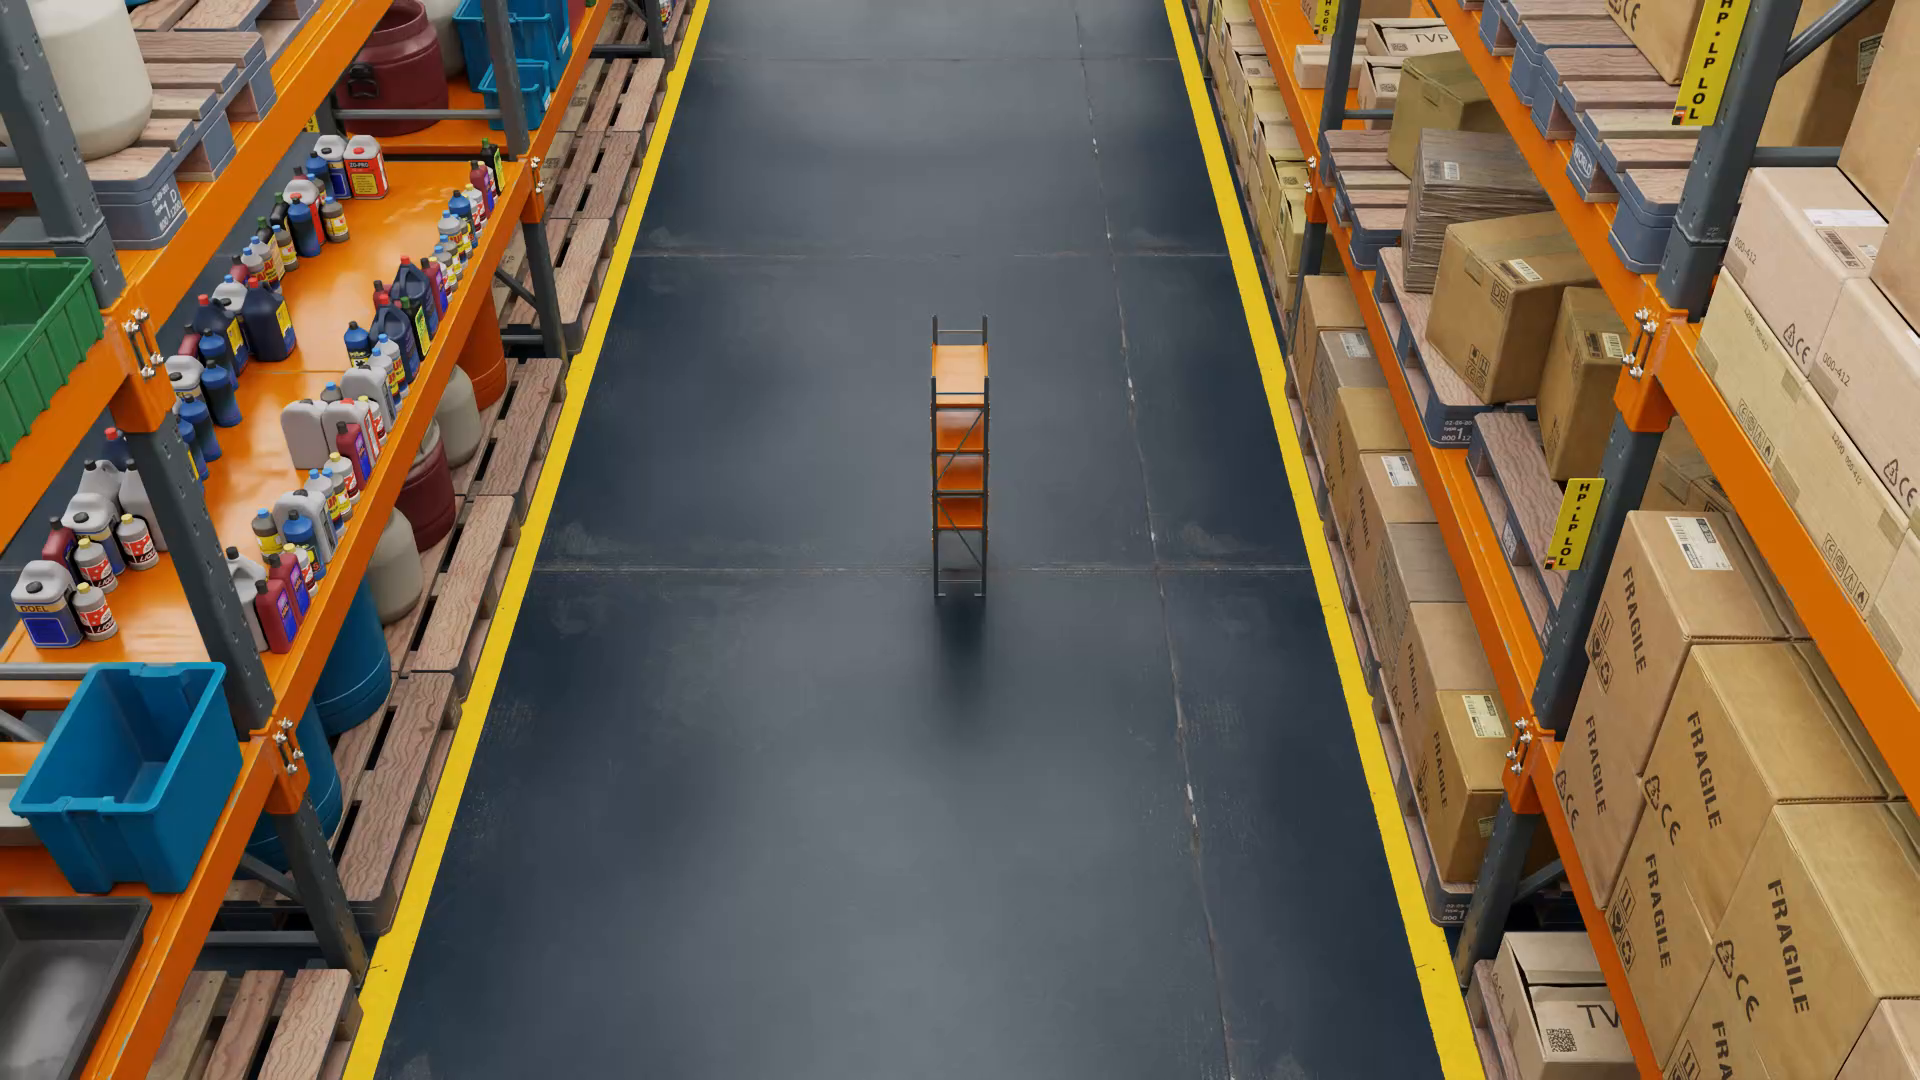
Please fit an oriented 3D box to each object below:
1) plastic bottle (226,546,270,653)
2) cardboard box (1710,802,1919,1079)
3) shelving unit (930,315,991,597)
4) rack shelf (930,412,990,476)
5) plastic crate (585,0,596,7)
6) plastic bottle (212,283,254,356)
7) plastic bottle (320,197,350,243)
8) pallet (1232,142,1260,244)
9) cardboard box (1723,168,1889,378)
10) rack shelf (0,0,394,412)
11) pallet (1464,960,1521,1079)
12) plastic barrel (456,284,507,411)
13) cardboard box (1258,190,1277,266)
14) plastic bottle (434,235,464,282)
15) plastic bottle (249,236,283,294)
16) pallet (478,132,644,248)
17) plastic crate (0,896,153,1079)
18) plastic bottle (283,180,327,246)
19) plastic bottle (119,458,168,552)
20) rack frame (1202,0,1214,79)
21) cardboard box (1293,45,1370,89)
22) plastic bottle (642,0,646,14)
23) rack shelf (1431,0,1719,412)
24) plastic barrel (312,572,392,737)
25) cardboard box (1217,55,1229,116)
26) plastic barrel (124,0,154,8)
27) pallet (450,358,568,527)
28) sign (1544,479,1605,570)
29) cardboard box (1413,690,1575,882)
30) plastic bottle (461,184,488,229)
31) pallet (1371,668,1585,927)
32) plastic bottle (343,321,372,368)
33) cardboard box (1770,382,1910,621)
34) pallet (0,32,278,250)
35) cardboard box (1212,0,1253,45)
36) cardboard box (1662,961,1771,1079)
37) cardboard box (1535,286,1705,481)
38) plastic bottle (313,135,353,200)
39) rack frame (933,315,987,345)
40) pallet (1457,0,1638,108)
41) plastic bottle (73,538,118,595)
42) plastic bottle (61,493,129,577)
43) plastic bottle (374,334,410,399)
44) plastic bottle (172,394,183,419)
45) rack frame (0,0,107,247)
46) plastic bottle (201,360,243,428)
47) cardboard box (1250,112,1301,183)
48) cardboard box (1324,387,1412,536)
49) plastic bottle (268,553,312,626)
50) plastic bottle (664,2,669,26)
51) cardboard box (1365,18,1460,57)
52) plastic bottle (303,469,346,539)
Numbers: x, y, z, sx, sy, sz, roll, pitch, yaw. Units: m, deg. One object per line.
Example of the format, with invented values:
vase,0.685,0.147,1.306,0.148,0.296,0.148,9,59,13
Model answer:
plastic bottle,-2.331,0.182,5.409,0.144,0.351,0.185,0,39,0
cardboard box,2.019,0.917,3.573,0.500,0.500,0.500,-1,39,-1
shelving unit,0.000,-0.365,7.491,0.258,1.200,0.503,0,39,0
rack shelf,0.000,-0.487,7.393,0.258,0.148,0.480,0,39,0
plastic crate,-2.379,-3.423,10.038,0.450,0.188,0.662,0,39,0
plastic bottle,-2.980,-0.907,6.827,0.152,0.276,0.135,0,39,0
plastic bottle,-2.857,-1.467,7.587,0.097,0.201,0.097,0,39,0
pallet,2.334,-2.282,10.674,1.003,0.211,1.213,0,39,0
cardboard box,2.051,-0.596,3.662,0.500,0.250,0.500,0,39,0
rack shelf,-2.657,-1.732,5.935,1.077,0.370,4.000,0,39,0
pallet,2.299,1.925,5.425,1.003,0.211,1.213,0,39,0
plastic barrel,-2.642,-1.104,8.374,0.600,0.830,0.708,0,39,0
cardboard box,2.046,-1.836,9.751,0.500,0.250,0.500,0,39,-1
plastic bottle,-2.249,-1.242,7.306,0.097,0.201,0.097,0,39,0
plastic bottle,-3.008,-1.182,7.175,0.097,0.271,0.097,0,39,0
pallet,-2.620,-2.250,10.635,1.003,0.211,1.213,0,39,0
plastic crate,-2.385,1.192,4.281,0.437,0.125,0.590,0,39,0
plastic bottle,-2.981,-1.485,7.549,0.152,0.276,0.135,0,39,0
plastic bottle,-2.839,-0.147,5.820,0.144,0.351,0.185,0,39,0
rack frame,2.290,-4.596,11.332,1.000,3.000,0.127,0,39,0
cardboard box,2.017,-2.559,8.990,0.380,0.149,0.250,0,39,0
plastic bottle,-2.360,-4.108,12.543,0.061,0.283,0.133,0,39,0
rack shelf,2.297,-1.733,5.937,1.077,0.370,4.000,0,39,0
plastic barrel,-2.639,0.280,6.589,0.600,0.901,0.708,0,39,0
cardboard box,2.042,-3.115,11.346,0.500,0.250,0.500,1,39,1
plastic barrel,-2.809,-2.189,5.193,0.600,0.901,0.708,0,39,0
pallet,-2.617,-0.512,8.466,1.003,0.211,1.213,0,39,0
sign,1.744,-0.042,4.724,0.100,0.325,0.005,0,39,0
cardboard box,2.012,0.902,6.118,0.500,0.500,0.500,0,39,0
plastic bottle,-2.250,-1.546,7.685,0.097,0.201,0.097,0,39,0
pallet,2.260,0.987,6.596,1.003,0.211,1.213,0,39,0
plastic bottle,-2.393,-0.749,6.635,0.097,0.271,0.097,0,39,0
cardboard box,2.048,-0.088,3.428,0.500,0.250,0.500,0,39,0
pallet,-2.753,-1.179,4.820,1.213,0.211,1.003,0,39,0
cardboard box,2.041,-3.647,11.562,0.500,0.311,0.500,0,39,0
cardboard box,2.029,1.320,3.870,0.500,0.500,0.500,0,39,0
cardboard box,2.458,-0.522,5.833,0.700,0.500,0.500,6,39,7
plastic bottle,-2.982,-1.774,7.910,0.152,0.276,0.135,0,39,0
rack frame,0.000,-0.517,7.682,0.240,1.200,0.015,0,39,0
pallet,2.364,-1.747,5.528,1.213,0.211,1.003,0,39,0
plastic bottle,-2.945,0.084,5.651,0.097,0.201,0.097,0,39,0
plastic bottle,-2.979,-0.018,5.719,0.152,0.276,0.135,0,39,0
plastic bottle,-2.248,-0.689,6.559,0.097,0.271,0.097,0,39,0
plastic bottle,-2.979,-0.418,6.217,0.152,0.276,0.135,0,39,0
rack frame,-2.655,-1.933,3.211,1.000,3.000,0.127,0,39,0
plastic bottle,-2.855,-0.572,6.414,0.097,0.271,0.097,0,39,0
cardboard box,2.042,-2.372,9.971,0.500,0.311,0.500,0,39,0
cardboard box,2.011,-0.365,7.699,0.500,0.500,0.500,-1,39,-1
plastic bottle,-2.228,0.141,5.515,0.061,0.283,0.133,0,39,0
plastic bottle,-2.226,-3.937,12.396,0.097,0.201,0.097,0,39,0
cardboard box,2.487,-2.619,8.936,0.500,0.311,0.500,0,39,-1
plastic bottle,-2.247,-0.133,5.865,0.097,0.271,0.097,0,39,0
